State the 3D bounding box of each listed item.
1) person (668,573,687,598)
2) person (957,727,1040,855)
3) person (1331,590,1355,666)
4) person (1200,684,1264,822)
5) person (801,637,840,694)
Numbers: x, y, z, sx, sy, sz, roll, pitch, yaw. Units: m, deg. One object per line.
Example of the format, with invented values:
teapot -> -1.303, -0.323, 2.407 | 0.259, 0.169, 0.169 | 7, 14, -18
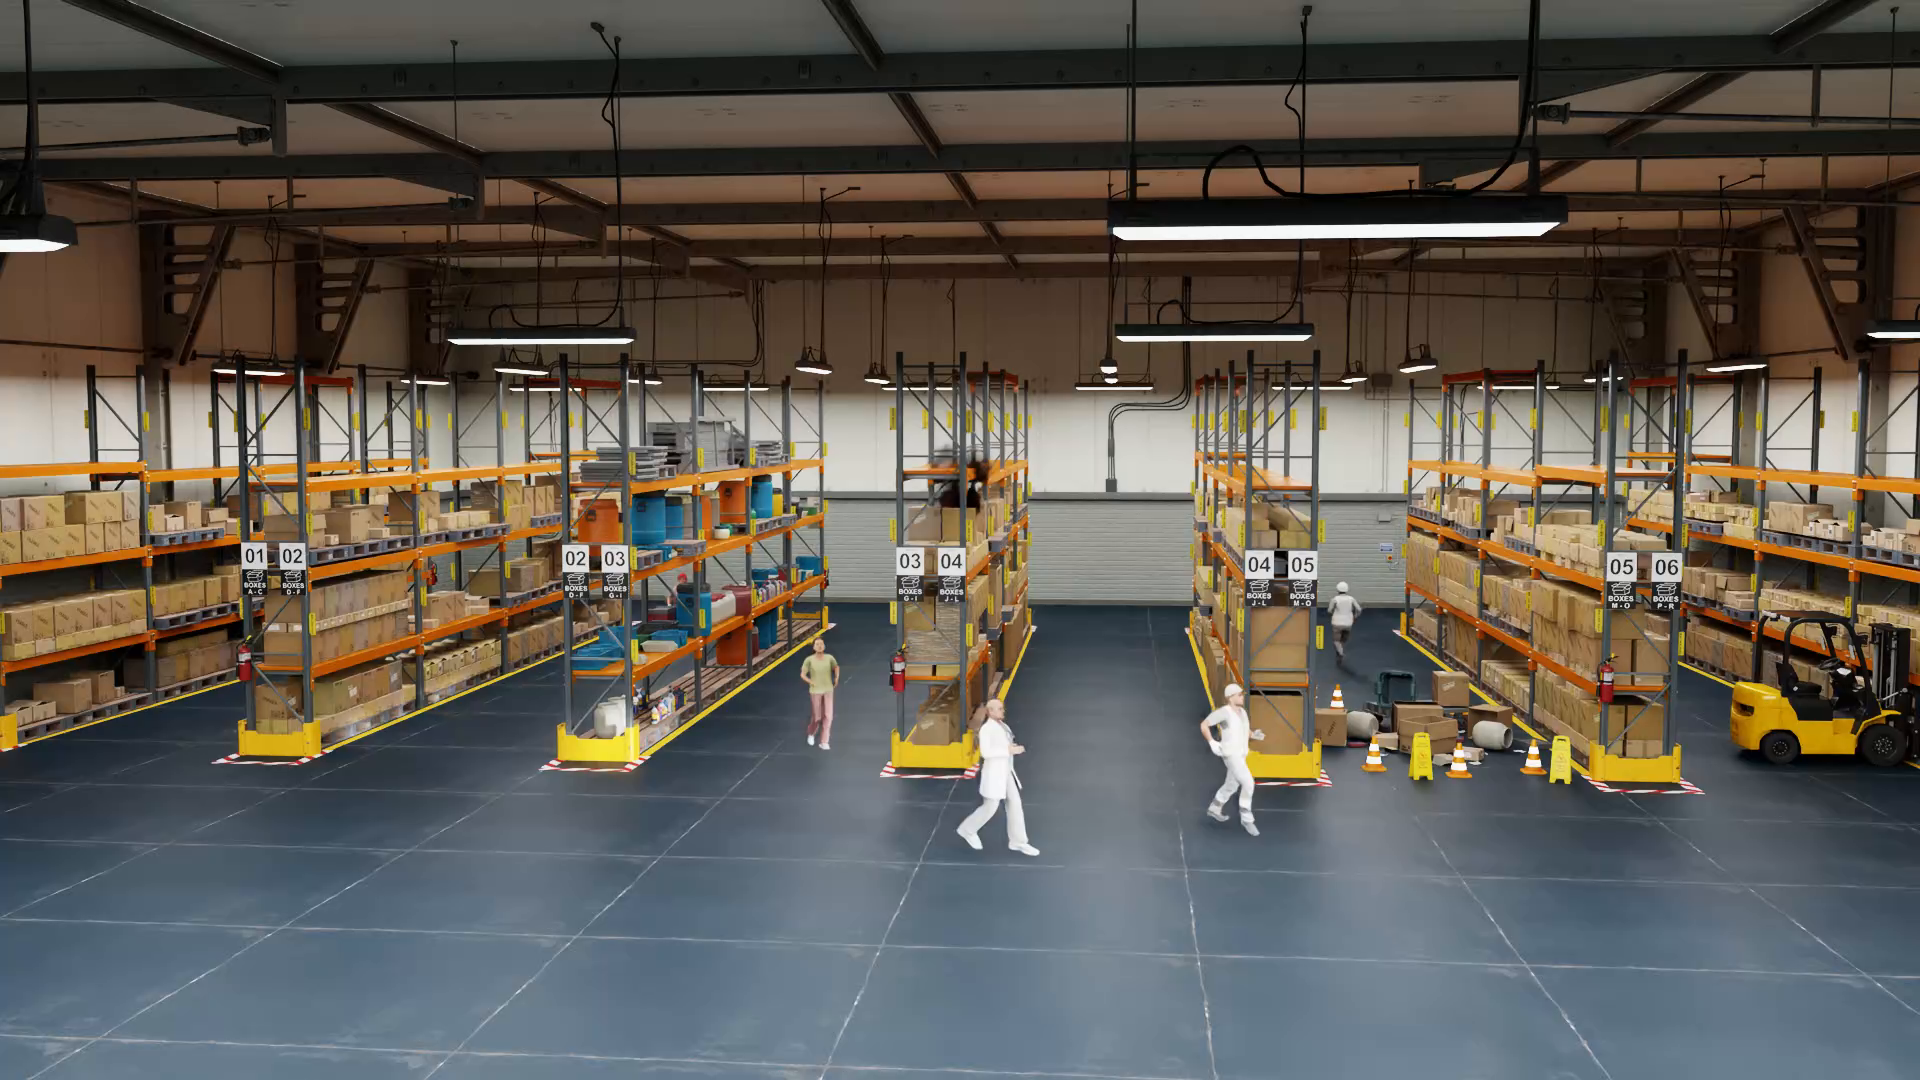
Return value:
person -> -5.958, 1.554, 35.749 | 0.642, 1.692, 0.640 | 0, 4, 3
person -> 0.437, 2.874, 19.178 | 1.006, 1.453, 0.227 | 2, 5, 29
person -> 7.844, 1.747, 33.981 | 0.576, 1.692, 0.783 | 0, 4, -5
person -> 3.350, 2.595, 20.397 | 0.773, 1.661, 0.669 | 3, 5, 38
person -> -2.010, 1.829, 24.186 | 0.597, 0.811, 0.461 | -1, 4, -15
